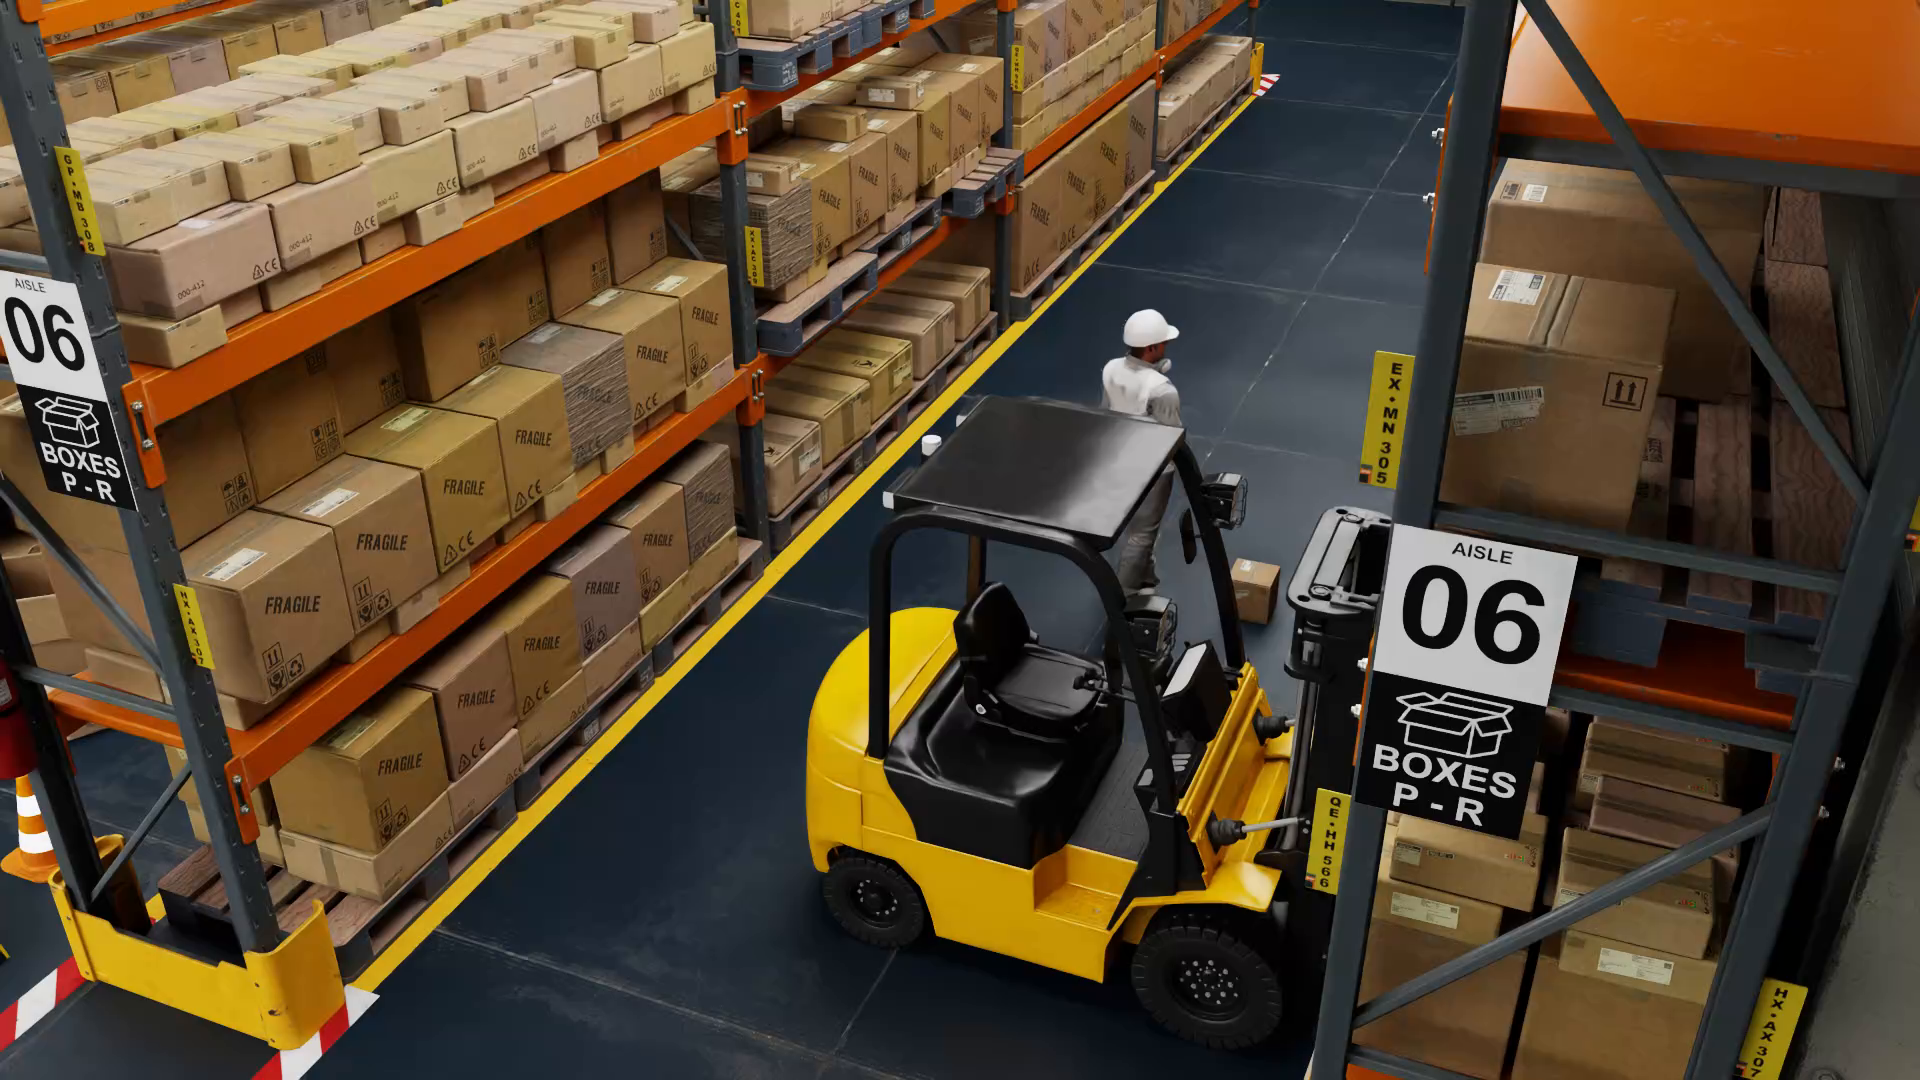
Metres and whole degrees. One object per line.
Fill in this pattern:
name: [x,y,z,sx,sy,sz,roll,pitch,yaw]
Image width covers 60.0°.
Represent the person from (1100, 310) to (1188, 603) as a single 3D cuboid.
person: [1.041,-0.411,9.141,0.533,1.839,0.583,-19,34,-30]
